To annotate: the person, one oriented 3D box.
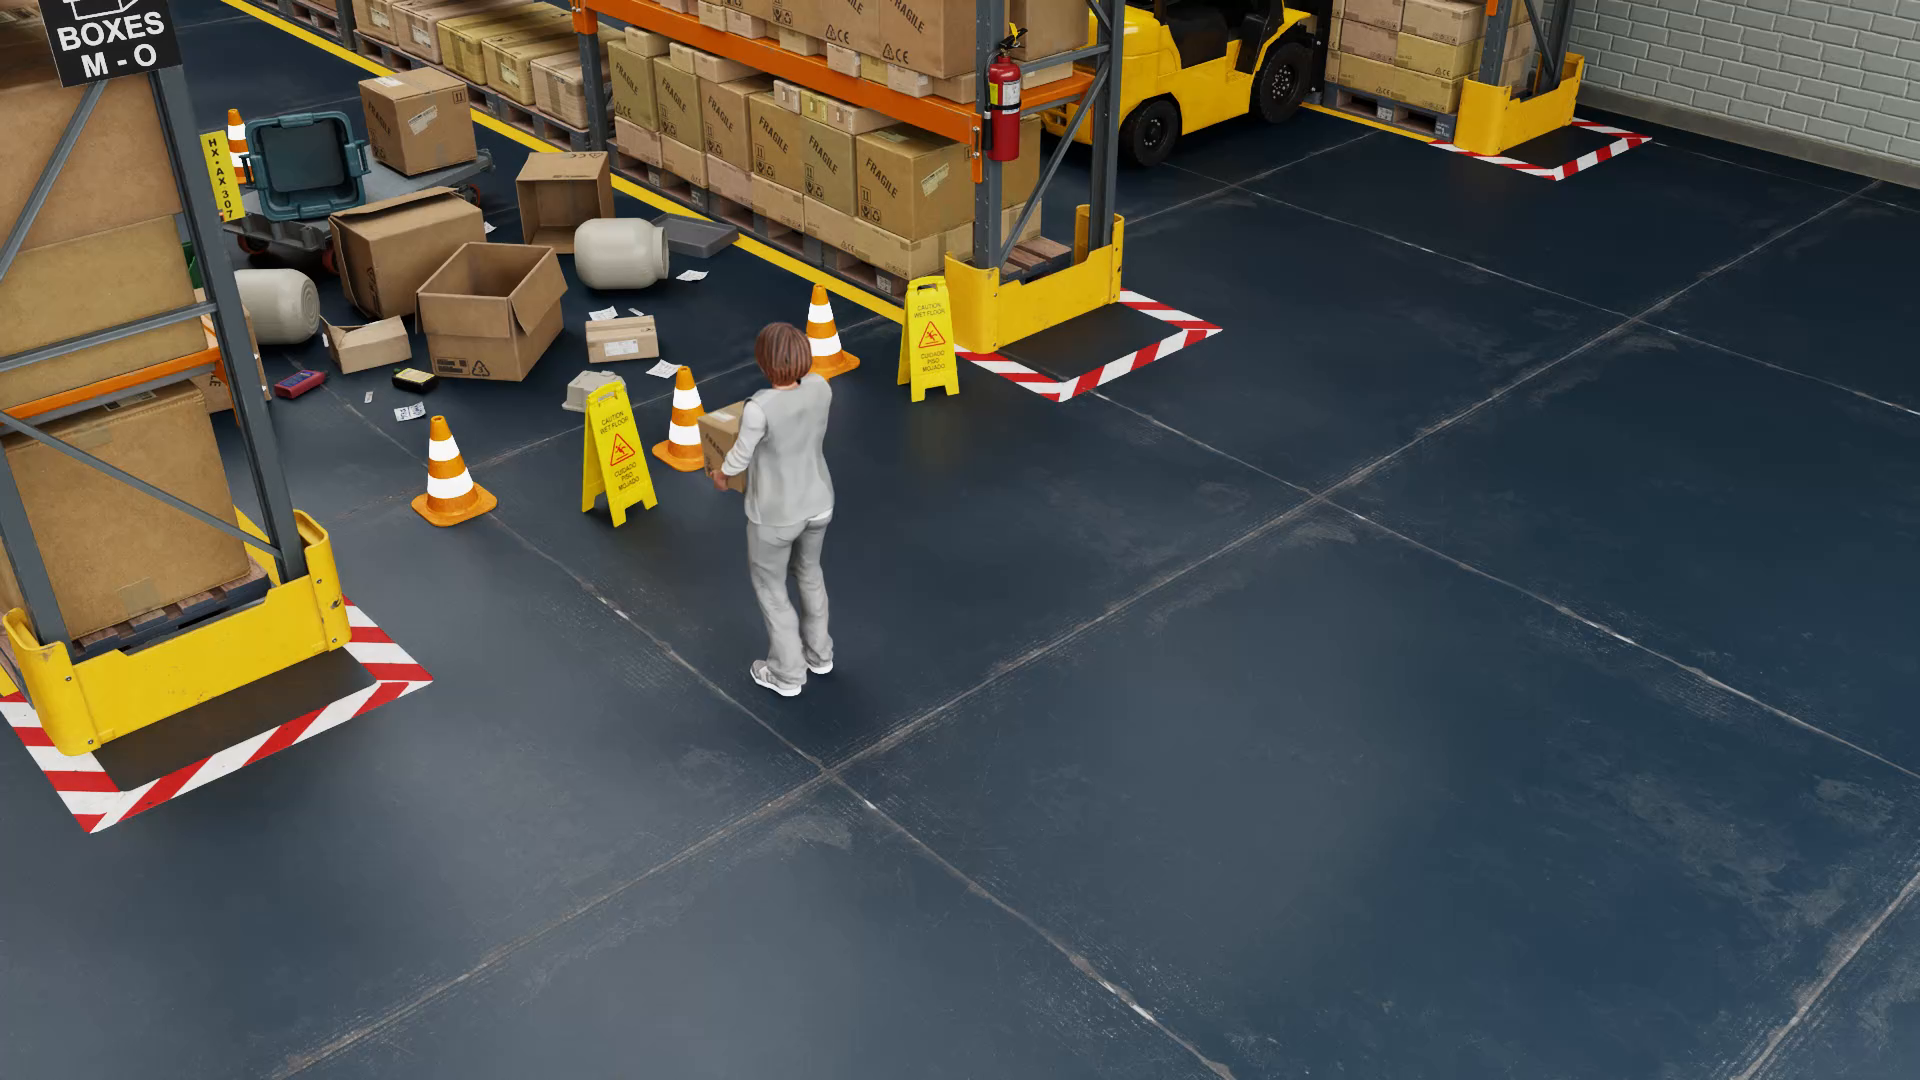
[{"bbox_3d":[-0.706,-0.147,6.385,0.405,1.593,0.488,-25,40,-34],"label":"person"}]
